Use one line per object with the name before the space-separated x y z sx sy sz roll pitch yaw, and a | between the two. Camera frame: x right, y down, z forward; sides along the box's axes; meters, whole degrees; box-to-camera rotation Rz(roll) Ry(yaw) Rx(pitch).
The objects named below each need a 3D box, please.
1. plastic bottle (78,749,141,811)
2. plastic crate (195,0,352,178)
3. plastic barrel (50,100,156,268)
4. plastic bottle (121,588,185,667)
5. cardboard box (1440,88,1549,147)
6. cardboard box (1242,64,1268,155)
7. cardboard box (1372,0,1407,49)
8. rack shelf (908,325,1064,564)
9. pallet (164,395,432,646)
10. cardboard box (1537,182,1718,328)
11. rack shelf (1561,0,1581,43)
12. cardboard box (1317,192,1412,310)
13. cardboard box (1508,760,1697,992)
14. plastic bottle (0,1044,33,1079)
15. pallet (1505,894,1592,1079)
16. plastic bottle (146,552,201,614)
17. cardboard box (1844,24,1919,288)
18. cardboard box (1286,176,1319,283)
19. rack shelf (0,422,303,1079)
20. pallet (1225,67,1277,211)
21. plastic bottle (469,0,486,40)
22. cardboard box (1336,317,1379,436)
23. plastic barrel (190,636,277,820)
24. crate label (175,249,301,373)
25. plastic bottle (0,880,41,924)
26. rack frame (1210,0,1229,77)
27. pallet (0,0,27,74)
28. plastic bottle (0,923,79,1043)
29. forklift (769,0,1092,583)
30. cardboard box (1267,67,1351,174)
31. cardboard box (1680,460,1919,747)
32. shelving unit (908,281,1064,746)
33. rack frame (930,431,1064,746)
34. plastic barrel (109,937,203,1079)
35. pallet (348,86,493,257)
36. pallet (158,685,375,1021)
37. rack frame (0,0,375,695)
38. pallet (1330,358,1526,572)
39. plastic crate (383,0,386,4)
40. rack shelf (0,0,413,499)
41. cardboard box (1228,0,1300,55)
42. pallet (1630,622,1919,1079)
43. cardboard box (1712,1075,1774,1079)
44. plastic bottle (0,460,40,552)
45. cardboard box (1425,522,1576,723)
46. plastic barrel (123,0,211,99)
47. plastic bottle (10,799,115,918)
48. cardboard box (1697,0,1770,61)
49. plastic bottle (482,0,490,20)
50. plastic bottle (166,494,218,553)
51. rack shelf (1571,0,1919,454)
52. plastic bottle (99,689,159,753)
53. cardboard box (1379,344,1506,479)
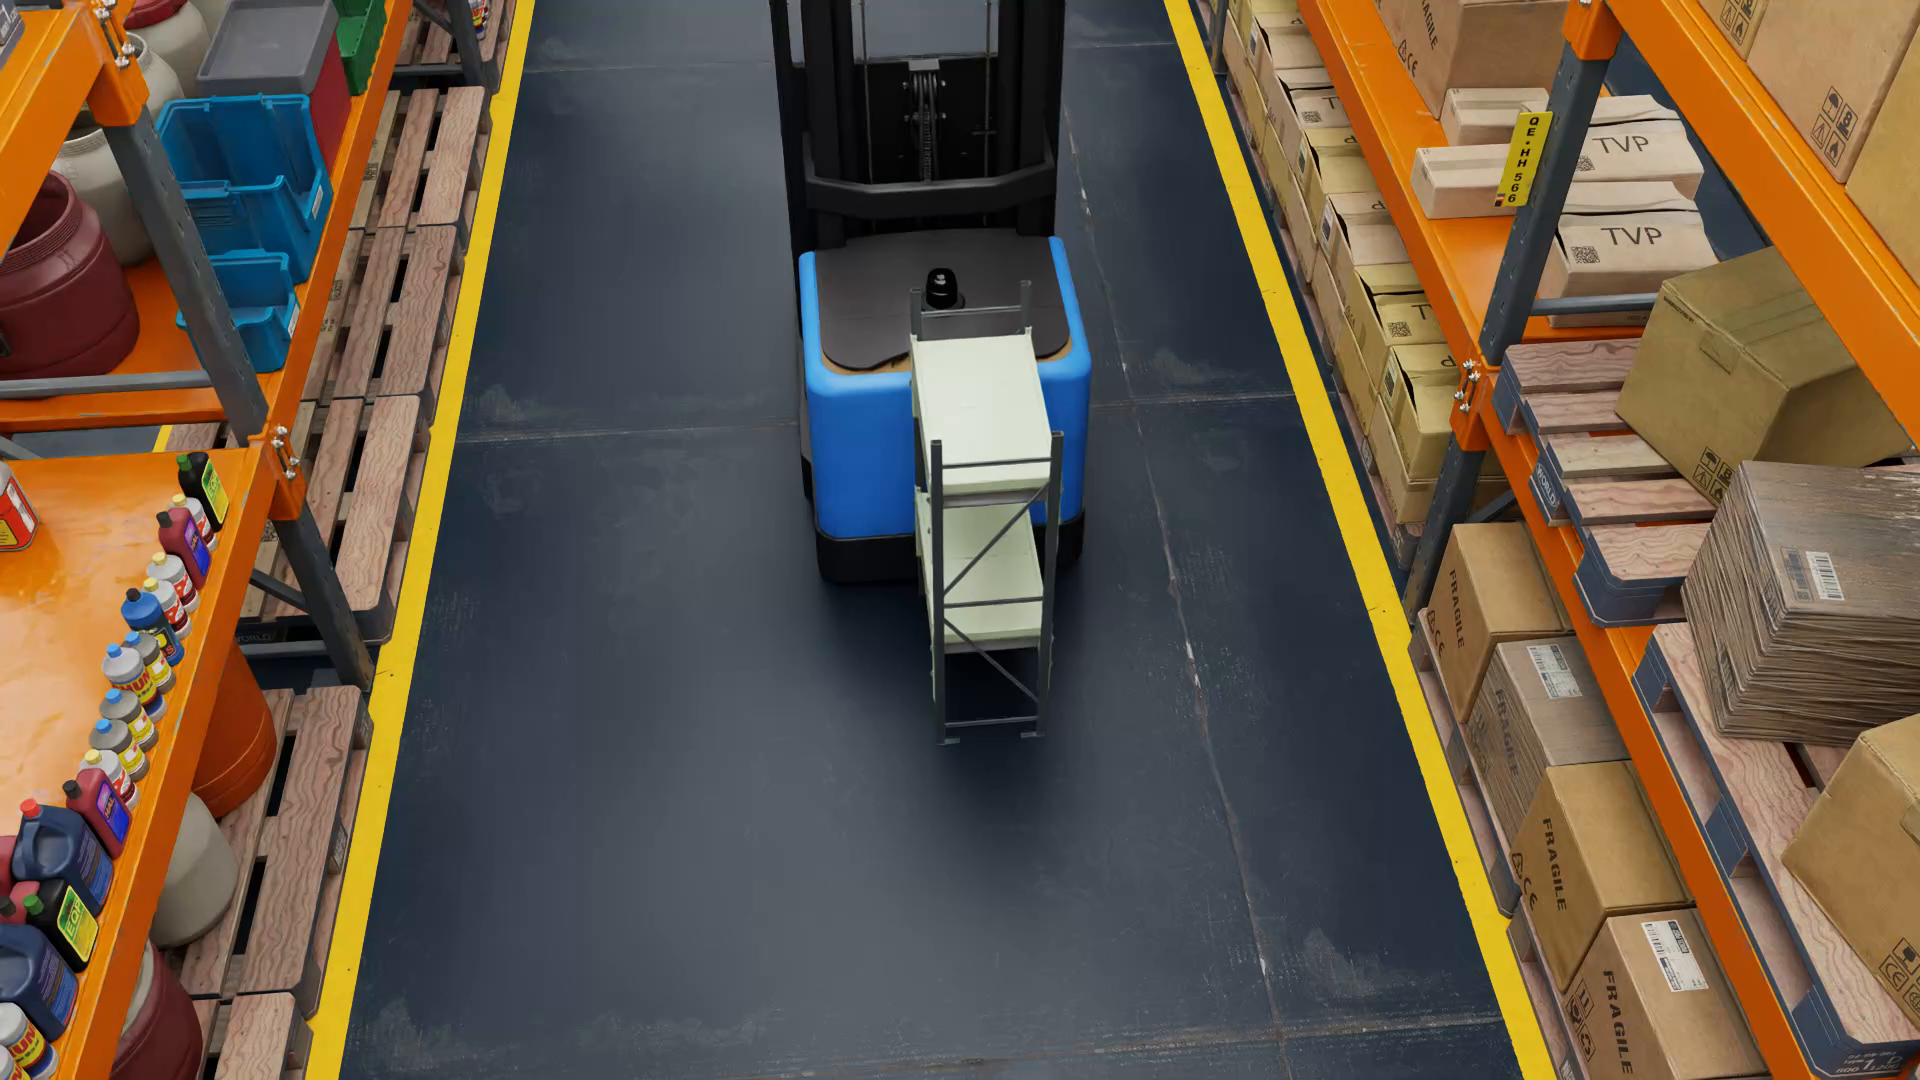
plastic bottle | -2.178 0.608 4.245 0.097 0.201 0.097 0 47 0
plastic crate | -2.536 -1.681 6.232 0.402 0.464 0.583 -3 47 -3
plastic barrel | -3.004 -1.241 5.783 0.421 0.512 0.421 0 47 0
plastic bottle | -2.219 0.232 4.553 0.097 0.271 0.097 0 47 0
cardboard box | 2.068 -1.603 6.375 0.380 0.149 0.250 0 47 0
cardboard box | 1.725 -2.186 8.359 0.500 0.250 0.500 -2 47 -2
cardboard box | 2.030 -2.398 6.886 0.500 0.500 0.500 -3 47 -3
rack shelf | 0.074 -0.323 5.485 0.431 0.370 0.720 -4 47 -4
pallet | -2.731 -0.075 6.676 1.003 0.211 1.213 -3 47 -3
cardboard box | 2.244 -1.005 5.697 0.500 0.311 0.500 -1 47 -1
rack shelf | 2.064 -3.001 5.956 1.077 0.370 4.000 -3 47 -3
cardboard box | 1.852 -1.267 7.102 0.500 0.311 0.500 -4 47 -4
cardboard box | 2.071 1.027 5.130 0.500 0.500 0.500 -4 47 -4
plastic bottle | -2.109 1.186 3.650 0.097 0.271 0.097 0 47 0
pallet | 2.355 1.612 5.078 1.003 0.211 1.213 -3 47 -3
plastic bottle | -2.235 0.115 4.712 0.097 0.201 0.097 0 47 0
cardboard box | 2.387 -0.777 3.285 0.910 0.500 0.500 -3 47 -3
cardboard box | 1.812 -1.443 7.655 0.500 0.250 0.500 -3 47 -3
rack shelf | -2.538 1.223 4.021 1.077 0.370 4.000 -3 47 -3
pallet | 1.997 -2.174 8.664 1.003 0.211 1.213 -3 47 -3
plastic bottle | -2.630 -2.836 8.946 0.097 0.271 0.097 0 47 0
cardboard box | 1.897 -0.707 6.958 0.500 0.250 0.500 -4 47 -4
plastic barrel | -2.647 0.483 5.432 0.600 0.830 0.708 -3 47 -3
crate label | -2.367 -0.741 5.502 0.303 0.233 0.416 -3 47 -3
plastic bottle | -2.185 0.896 3.916 0.061 0.283 0.133 -3 47 -3
rack frame | 1.896 -3.664 8.154 1.000 3.000 0.127 -3 47 -3
pallet | -2.739 -0.879 3.580 1.003 0.211 1.213 -3 47 -3
plastic bottle | -2.152 0.987 3.783 0.144 0.351 0.185 -3 47 -3
forklift | -0.181 -1.917 6.546 1.130 2.935 3.031 -4 47 -4
cardboard box | 1.764 -2.005 7.801 0.500 0.311 0.500 -5 47 -5
cardboard box | 2.282 0.174 4.162 0.700 0.500 0.500 4 47 4
shelving unit | 0.074 -0.055 5.769 0.431 1.500 0.755 -4 47 -4
rack frame | 0.112 0.210 5.518 0.400 1.500 0.023 -4 47 -4
plastic barrel | -2.553 1.383 4.746 0.600 0.588 0.708 -3 47 -3
pallet | -2.936 -1.841 8.348 1.003 0.211 1.213 -3 47 -3
pallet | -2.598 1.055 5.605 1.003 0.211 1.213 -3 47 -3
rack frame | -2.705 -0.471 5.131 1.000 3.000 0.127 -3 47 -3
pallet | 2.201 -0.409 6.992 1.003 0.211 1.213 -3 47 -3
plastic crate | -2.638 -2.581 7.139 0.392 0.384 0.575 -3 47 -3
rack shelf | -2.873 -1.671 6.762 1.077 0.370 4.000 -3 47 -3
cardboard box | 1.683 -2.741 8.499 0.500 0.311 0.500 -3 47 -3
pallet | 2.398 0.703 4.151 1.003 0.211 1.213 -3 47 -3
cardboard box | 2.164 1.772 4.425 0.500 0.500 0.500 -3 47 -3
plastic bottle | -2.840 -0.105 4.869 0.152 0.276 0.135 -3 47 -3
cardboard box | 1.984 0.285 5.833 0.500 0.500 0.500 -2 47 -2
plastic barrel | -3.081 -1.863 6.355 0.433 0.535 0.433 0 47 0
plastic bottle | -2.179 0.757 4.001 0.144 0.351 0.185 -3 47 -3
cardboard box | 2.301 -1.522 3.991 0.910 0.500 0.500 -3 47 -3
plastic bottle | -2.647 -2.959 9.111 0.097 0.201 0.097 0 47 0
plastic bottle | -2.255 -0.052 4.870 0.097 0.201 0.097 0 47 0
rack shelf | 2.399 -0.107 3.215 1.077 0.370 4.000 -3 47 -3
plastic bottle | -2.195 0.467 4.378 0.097 0.201 0.097 0 47 0
cardboard box | 1.942 -0.526 6.400 0.500 0.311 0.500 -2 47 -2
